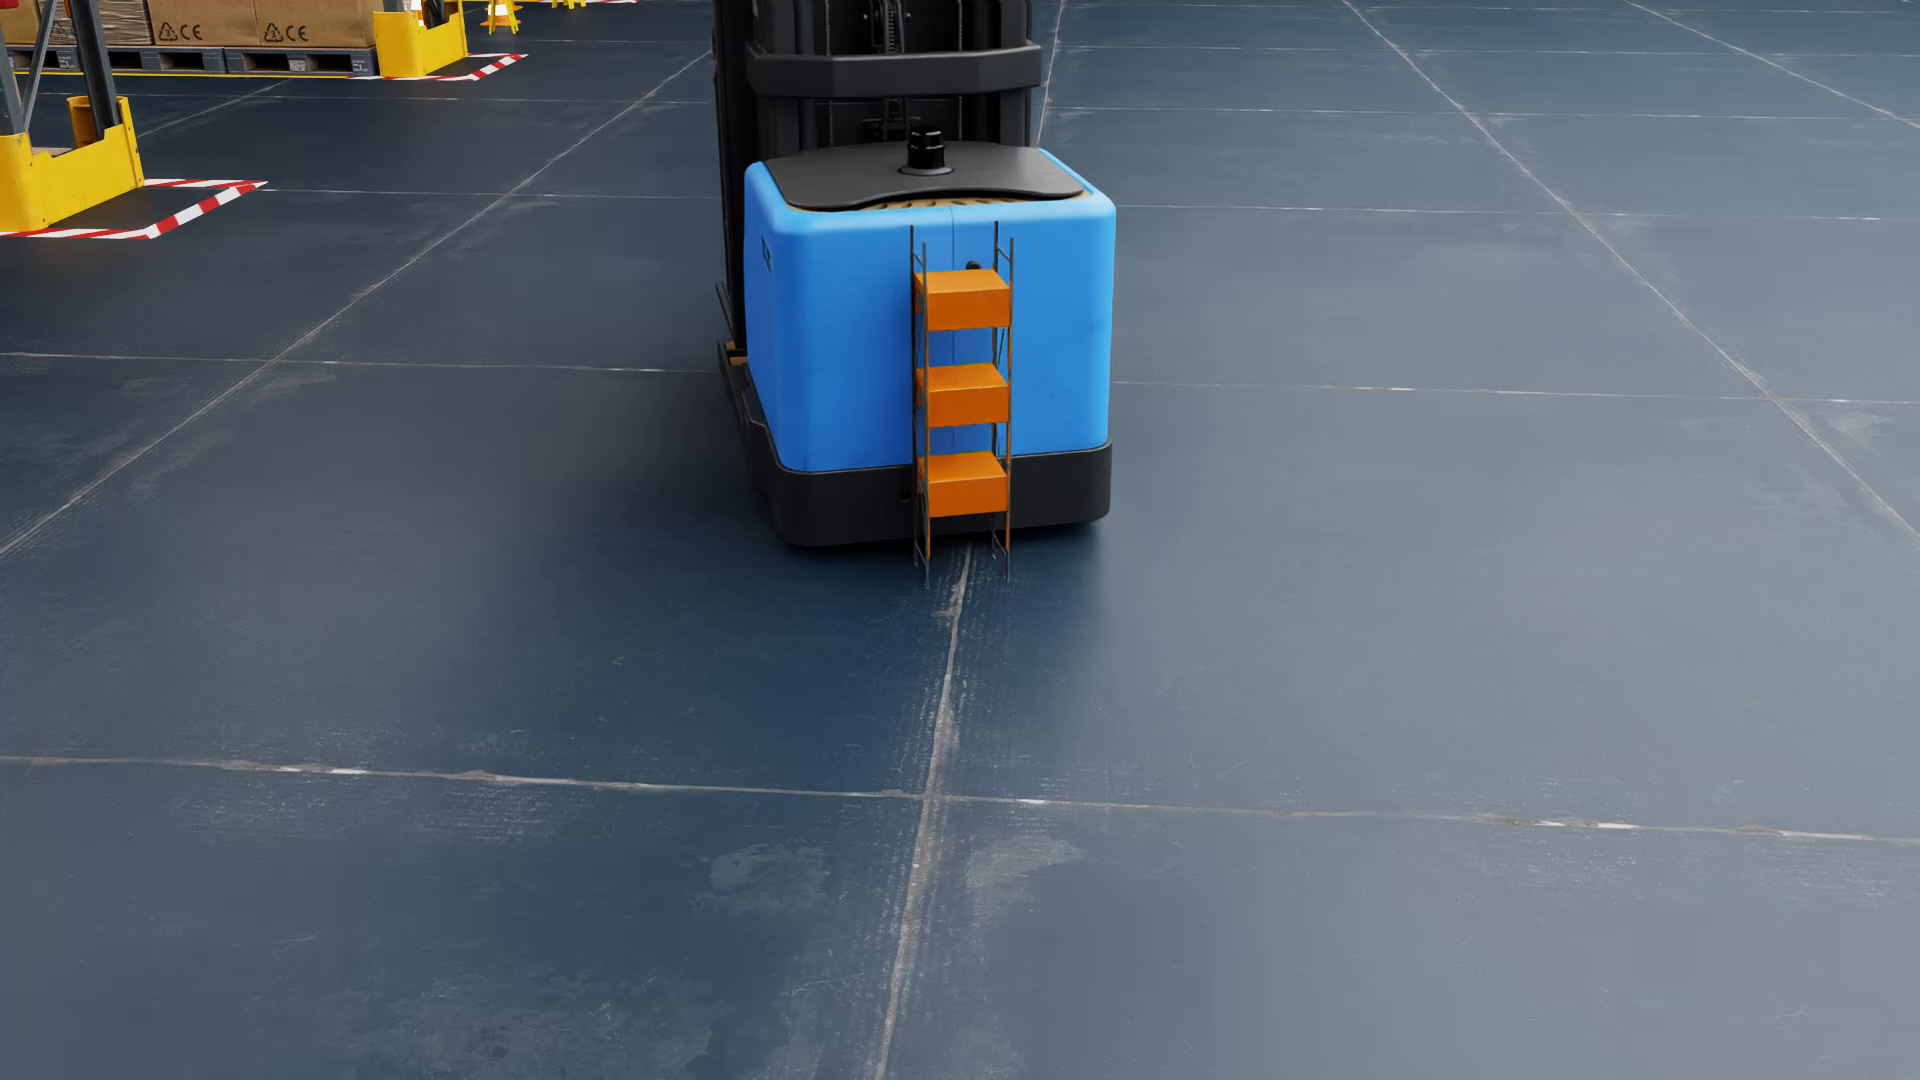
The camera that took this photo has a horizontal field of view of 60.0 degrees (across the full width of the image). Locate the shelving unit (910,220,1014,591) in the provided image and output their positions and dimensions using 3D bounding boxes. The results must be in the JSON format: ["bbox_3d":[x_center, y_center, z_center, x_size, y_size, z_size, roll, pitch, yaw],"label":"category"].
[{"bbox_3d":[0.003,-0.377,4.813,0.252,1.050,0.215,-5,25,-11],"label":"shelving unit"}]

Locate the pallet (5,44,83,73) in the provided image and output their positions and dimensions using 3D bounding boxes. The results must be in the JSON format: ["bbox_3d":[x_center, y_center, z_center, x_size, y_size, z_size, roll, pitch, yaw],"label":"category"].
[{"bbox_3d":[-7.693,-4.102,13.913,1.213,0.211,1.003,2,25,4],"label":"pallet"}]

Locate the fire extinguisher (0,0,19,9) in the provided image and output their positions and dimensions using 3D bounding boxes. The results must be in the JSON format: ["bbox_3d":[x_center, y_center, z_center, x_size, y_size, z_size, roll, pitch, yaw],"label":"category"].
[{"bbox_3d":[-4.859,-3.003,8.281,0.183,0.674,0.296,2,25,4],"label":"fire extinguisher"}]

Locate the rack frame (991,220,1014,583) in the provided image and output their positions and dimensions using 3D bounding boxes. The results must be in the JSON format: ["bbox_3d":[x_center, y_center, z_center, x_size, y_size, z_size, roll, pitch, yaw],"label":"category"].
[{"bbox_3d":[0.122,-0.388,4.838,0.008,1.050,0.200,-5,25,-11],"label":"rack frame"}]

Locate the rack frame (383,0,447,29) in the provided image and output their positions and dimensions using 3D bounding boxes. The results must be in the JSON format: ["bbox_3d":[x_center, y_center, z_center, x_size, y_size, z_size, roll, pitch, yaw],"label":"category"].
[{"bbox_3d":[-4.457,-5.298,13.175,0.127,3.000,1.000,2,25,4],"label":"rack frame"}]

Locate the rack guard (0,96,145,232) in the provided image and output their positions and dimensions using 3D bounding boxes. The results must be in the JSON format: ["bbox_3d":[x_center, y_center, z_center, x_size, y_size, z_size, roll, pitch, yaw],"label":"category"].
[{"bbox_3d":[-5.013,-2.101,9.218,0.348,0.500,1.175,2,25,4],"label":"rack guard"}]

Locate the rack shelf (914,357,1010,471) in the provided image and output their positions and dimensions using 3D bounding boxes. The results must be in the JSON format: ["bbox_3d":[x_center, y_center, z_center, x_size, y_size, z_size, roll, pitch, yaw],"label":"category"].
[{"bbox_3d":[0.003,-0.368,4.818,0.240,0.259,0.215,-5,25,-11],"label":"rack shelf"}]

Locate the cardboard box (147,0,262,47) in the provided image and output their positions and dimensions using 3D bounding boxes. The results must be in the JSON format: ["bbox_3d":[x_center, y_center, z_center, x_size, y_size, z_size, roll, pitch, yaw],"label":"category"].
[{"bbox_3d":[-6.016,-4.545,13.578,0.875,0.875,0.875,1,25,3],"label":"cardboard box"}]

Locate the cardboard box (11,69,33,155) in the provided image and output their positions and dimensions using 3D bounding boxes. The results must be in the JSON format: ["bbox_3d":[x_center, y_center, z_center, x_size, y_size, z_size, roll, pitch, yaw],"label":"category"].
[{"bbox_3d":[-5.559,-2.316,9.183,0.500,0.500,0.500,6,25,14],"label":"cardboard box"}]

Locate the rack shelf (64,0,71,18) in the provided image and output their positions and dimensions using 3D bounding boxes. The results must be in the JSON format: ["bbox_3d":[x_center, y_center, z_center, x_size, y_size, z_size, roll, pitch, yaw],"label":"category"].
[{"bbox_3d":[-6.932,-2.971,8.979,4.000,0.370,1.077,2,25,4],"label":"rack shelf"}]

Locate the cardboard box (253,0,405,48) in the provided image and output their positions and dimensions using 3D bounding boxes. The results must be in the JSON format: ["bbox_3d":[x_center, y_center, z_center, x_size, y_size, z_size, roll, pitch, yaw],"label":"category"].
[{"bbox_3d":[-5.138,-4.518,13.519,0.875,0.875,0.875,2,25,4],"label":"cardboard box"}]

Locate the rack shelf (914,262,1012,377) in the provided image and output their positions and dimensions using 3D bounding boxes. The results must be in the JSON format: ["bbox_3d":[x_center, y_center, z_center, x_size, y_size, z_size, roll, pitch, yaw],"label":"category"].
[{"bbox_3d":[0.003,-0.625,4.699,0.240,0.259,0.215,-5,25,-11],"label":"rack shelf"}]

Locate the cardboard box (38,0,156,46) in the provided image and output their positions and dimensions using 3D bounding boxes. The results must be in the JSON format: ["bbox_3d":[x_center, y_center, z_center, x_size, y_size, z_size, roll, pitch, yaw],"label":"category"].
[{"bbox_3d":[-6.925,-4.575,13.644,0.875,0.875,0.875,2,25,4],"label":"cardboard box"}]

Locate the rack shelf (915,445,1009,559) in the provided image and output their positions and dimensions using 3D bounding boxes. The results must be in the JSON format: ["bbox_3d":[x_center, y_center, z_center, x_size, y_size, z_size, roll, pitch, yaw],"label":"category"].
[{"bbox_3d":[0.003,-0.115,4.935,0.240,0.259,0.215,-5,25,-11],"label":"rack shelf"}]

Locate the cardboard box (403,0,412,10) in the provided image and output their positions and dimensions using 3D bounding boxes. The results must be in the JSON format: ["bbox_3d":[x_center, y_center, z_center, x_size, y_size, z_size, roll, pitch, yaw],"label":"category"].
[{"bbox_3d":[-5.640,-5.269,16.523,0.250,0.149,0.380,16,29,31],"label":"cardboard box"}]

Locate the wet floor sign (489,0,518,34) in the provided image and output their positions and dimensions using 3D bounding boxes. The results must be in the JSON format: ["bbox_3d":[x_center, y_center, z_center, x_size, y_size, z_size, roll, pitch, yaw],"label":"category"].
[{"bbox_3d":[-4.277,-5.053,15.459,0.232,0.644,0.267,-2,25,-5],"label":"wet floor sign"}]

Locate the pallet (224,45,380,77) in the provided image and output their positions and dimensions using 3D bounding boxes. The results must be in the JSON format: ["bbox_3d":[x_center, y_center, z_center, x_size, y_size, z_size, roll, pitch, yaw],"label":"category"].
[{"bbox_3d":[-5.260,-4.024,13.743,1.213,0.211,1.003,2,25,4],"label":"pallet"}]

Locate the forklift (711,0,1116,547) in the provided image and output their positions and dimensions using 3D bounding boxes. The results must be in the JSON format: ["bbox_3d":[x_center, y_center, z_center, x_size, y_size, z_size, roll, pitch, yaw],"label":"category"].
[{"bbox_3d":[-0.346,-1.901,5.875,1.130,2.935,3.031,-5,25,-11],"label":"forklift"}]

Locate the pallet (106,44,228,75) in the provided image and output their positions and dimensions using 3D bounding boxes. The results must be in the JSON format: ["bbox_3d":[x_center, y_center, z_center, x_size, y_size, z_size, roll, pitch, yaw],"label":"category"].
[{"bbox_3d":[-6.474,-4.064,13.830,1.213,0.211,1.003,2,25,4],"label":"pallet"}]

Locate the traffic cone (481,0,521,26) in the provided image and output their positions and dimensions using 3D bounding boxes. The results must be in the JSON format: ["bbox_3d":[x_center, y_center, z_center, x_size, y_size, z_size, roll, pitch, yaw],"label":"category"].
[{"bbox_3d":[-4.453,-5.214,16.029,0.334,0.463,0.336,2,25,4],"label":"traffic cone"}]

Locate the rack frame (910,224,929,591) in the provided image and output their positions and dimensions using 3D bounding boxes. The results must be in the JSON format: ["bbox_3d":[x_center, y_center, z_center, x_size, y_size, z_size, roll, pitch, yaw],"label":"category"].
[{"bbox_3d":[-0.116,-0.366,4.789,0.008,1.050,0.200,-5,25,-11],"label":"rack frame"}]

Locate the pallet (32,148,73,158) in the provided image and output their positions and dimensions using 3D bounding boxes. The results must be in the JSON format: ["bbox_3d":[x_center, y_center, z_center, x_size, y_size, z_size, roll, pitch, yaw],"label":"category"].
[{"bbox_3d":[-5.821,-2.010,9.366,1.213,0.211,1.003,2,25,4],"label":"pallet"}]

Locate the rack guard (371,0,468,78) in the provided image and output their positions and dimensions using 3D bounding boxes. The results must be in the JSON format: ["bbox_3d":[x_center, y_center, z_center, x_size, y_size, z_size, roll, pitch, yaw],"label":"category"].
[{"bbox_3d":[-4.433,-4.162,13.696,0.348,0.500,1.175,2,25,4],"label":"rack guard"}]

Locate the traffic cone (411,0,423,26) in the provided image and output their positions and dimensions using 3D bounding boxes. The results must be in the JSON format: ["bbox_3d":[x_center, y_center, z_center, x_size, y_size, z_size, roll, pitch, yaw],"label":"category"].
[{"bbox_3d":[-4.878,-4.754,15.029,0.334,0.463,0.336,2,25,4],"label":"traffic cone"}]

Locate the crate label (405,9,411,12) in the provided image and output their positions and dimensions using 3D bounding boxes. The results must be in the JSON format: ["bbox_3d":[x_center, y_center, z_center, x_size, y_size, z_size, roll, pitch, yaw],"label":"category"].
[{"bbox_3d":[-5.241,-5.066,16.095,0.298,0.136,0.250,-11,27,-23],"label":"crate label"}]

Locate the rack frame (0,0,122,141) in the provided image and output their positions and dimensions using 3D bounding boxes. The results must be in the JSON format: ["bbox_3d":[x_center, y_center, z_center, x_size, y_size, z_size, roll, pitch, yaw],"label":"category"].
[{"bbox_3d":[-4.938,-3.234,8.690,0.127,3.000,1.000,2,25,4],"label":"rack frame"}]

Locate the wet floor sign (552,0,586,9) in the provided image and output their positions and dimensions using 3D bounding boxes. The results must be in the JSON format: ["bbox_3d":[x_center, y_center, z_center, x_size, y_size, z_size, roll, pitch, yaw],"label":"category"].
[{"bbox_3d":[-4.072,-5.843,17.176,0.232,0.644,0.267,11,27,22],"label":"wet floor sign"}]

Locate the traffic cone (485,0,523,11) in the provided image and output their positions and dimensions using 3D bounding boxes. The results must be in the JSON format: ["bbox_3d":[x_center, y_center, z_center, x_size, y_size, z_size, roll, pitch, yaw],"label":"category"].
[{"bbox_3d":[-4.707,-5.688,17.058,0.334,0.463,0.336,2,25,4],"label":"traffic cone"}]

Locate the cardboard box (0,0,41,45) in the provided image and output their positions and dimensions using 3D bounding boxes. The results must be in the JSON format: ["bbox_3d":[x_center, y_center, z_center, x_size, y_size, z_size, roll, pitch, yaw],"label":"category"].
[{"bbox_3d":[-7.824,-4.602,13.703,0.875,0.875,0.875,2,25,5],"label":"cardboard box"}]
